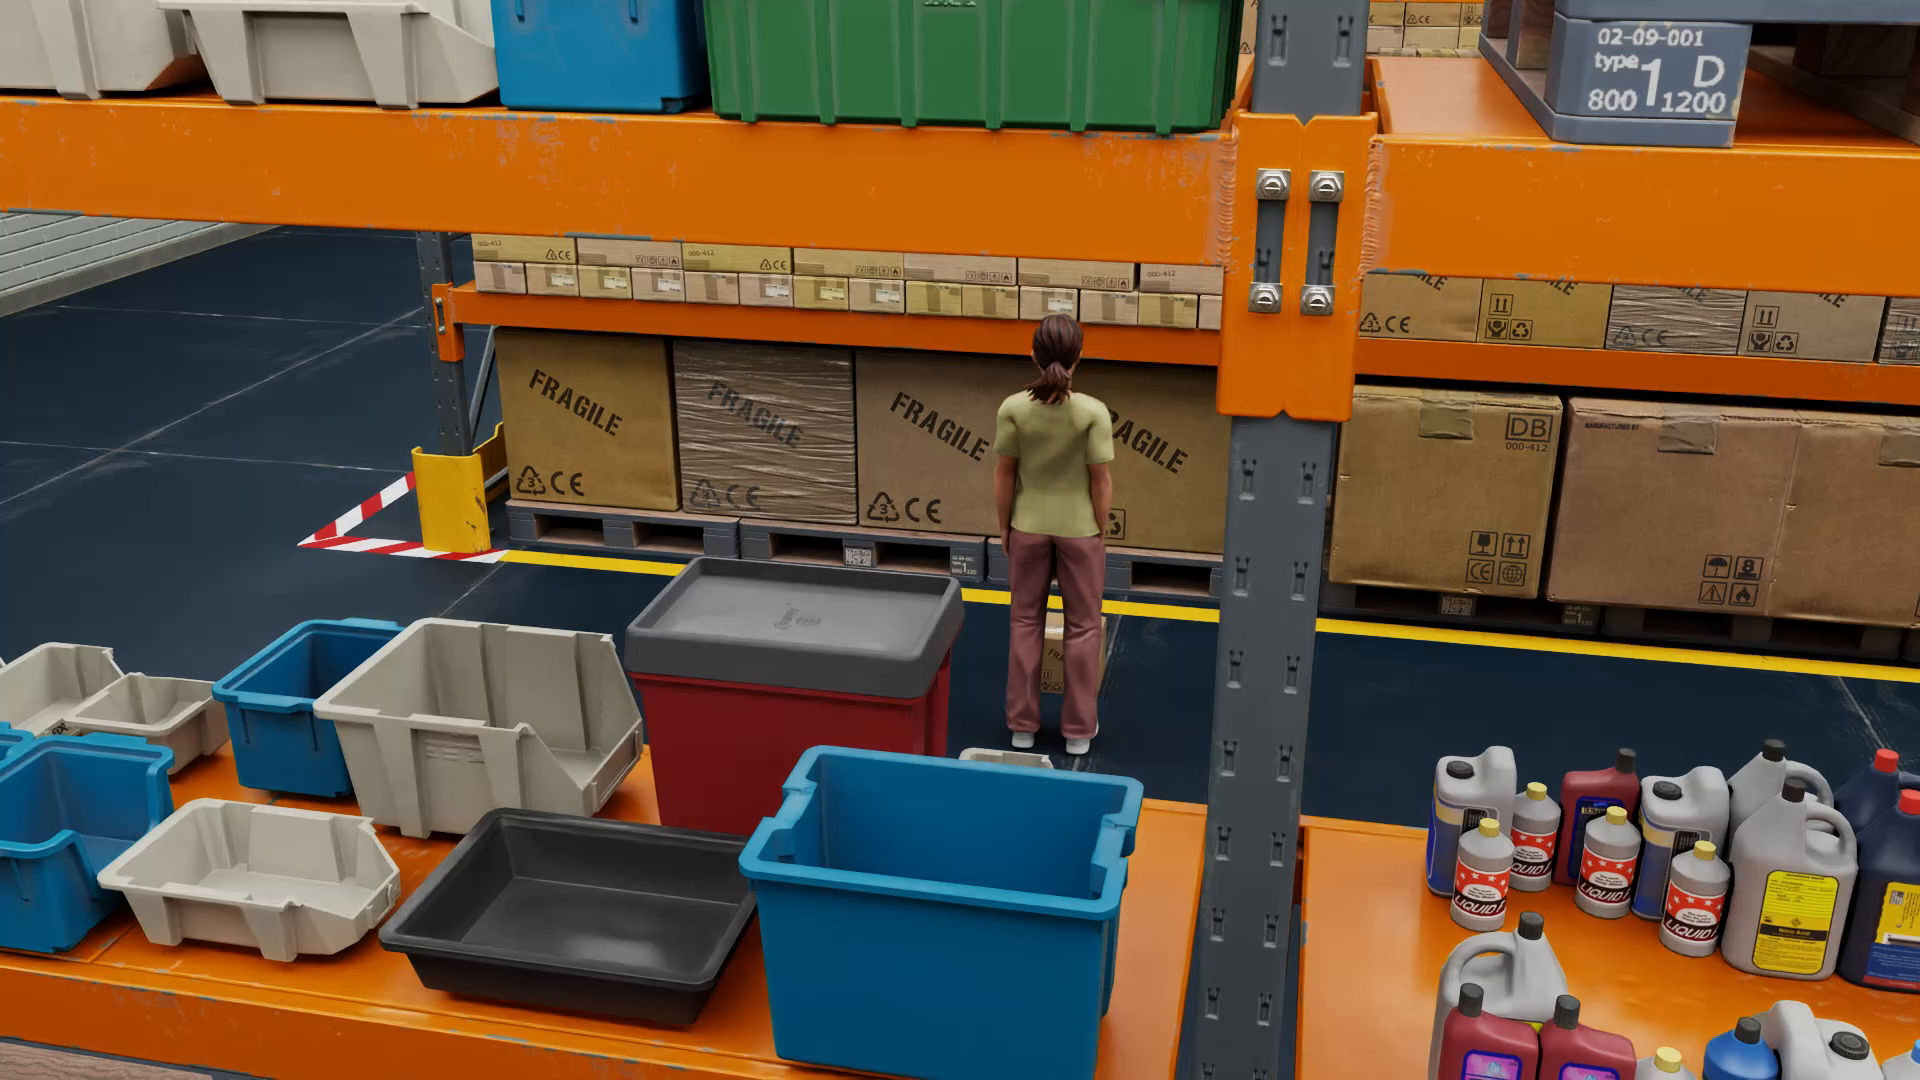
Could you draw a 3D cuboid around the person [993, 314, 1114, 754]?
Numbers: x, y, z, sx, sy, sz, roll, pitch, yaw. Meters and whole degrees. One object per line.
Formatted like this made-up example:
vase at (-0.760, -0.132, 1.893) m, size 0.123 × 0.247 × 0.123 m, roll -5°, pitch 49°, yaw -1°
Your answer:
person at (0.343, -0.009, 6.122) m, size 0.441 × 1.670 × 0.354 m, roll 5°, pitch 22°, yaw 12°
